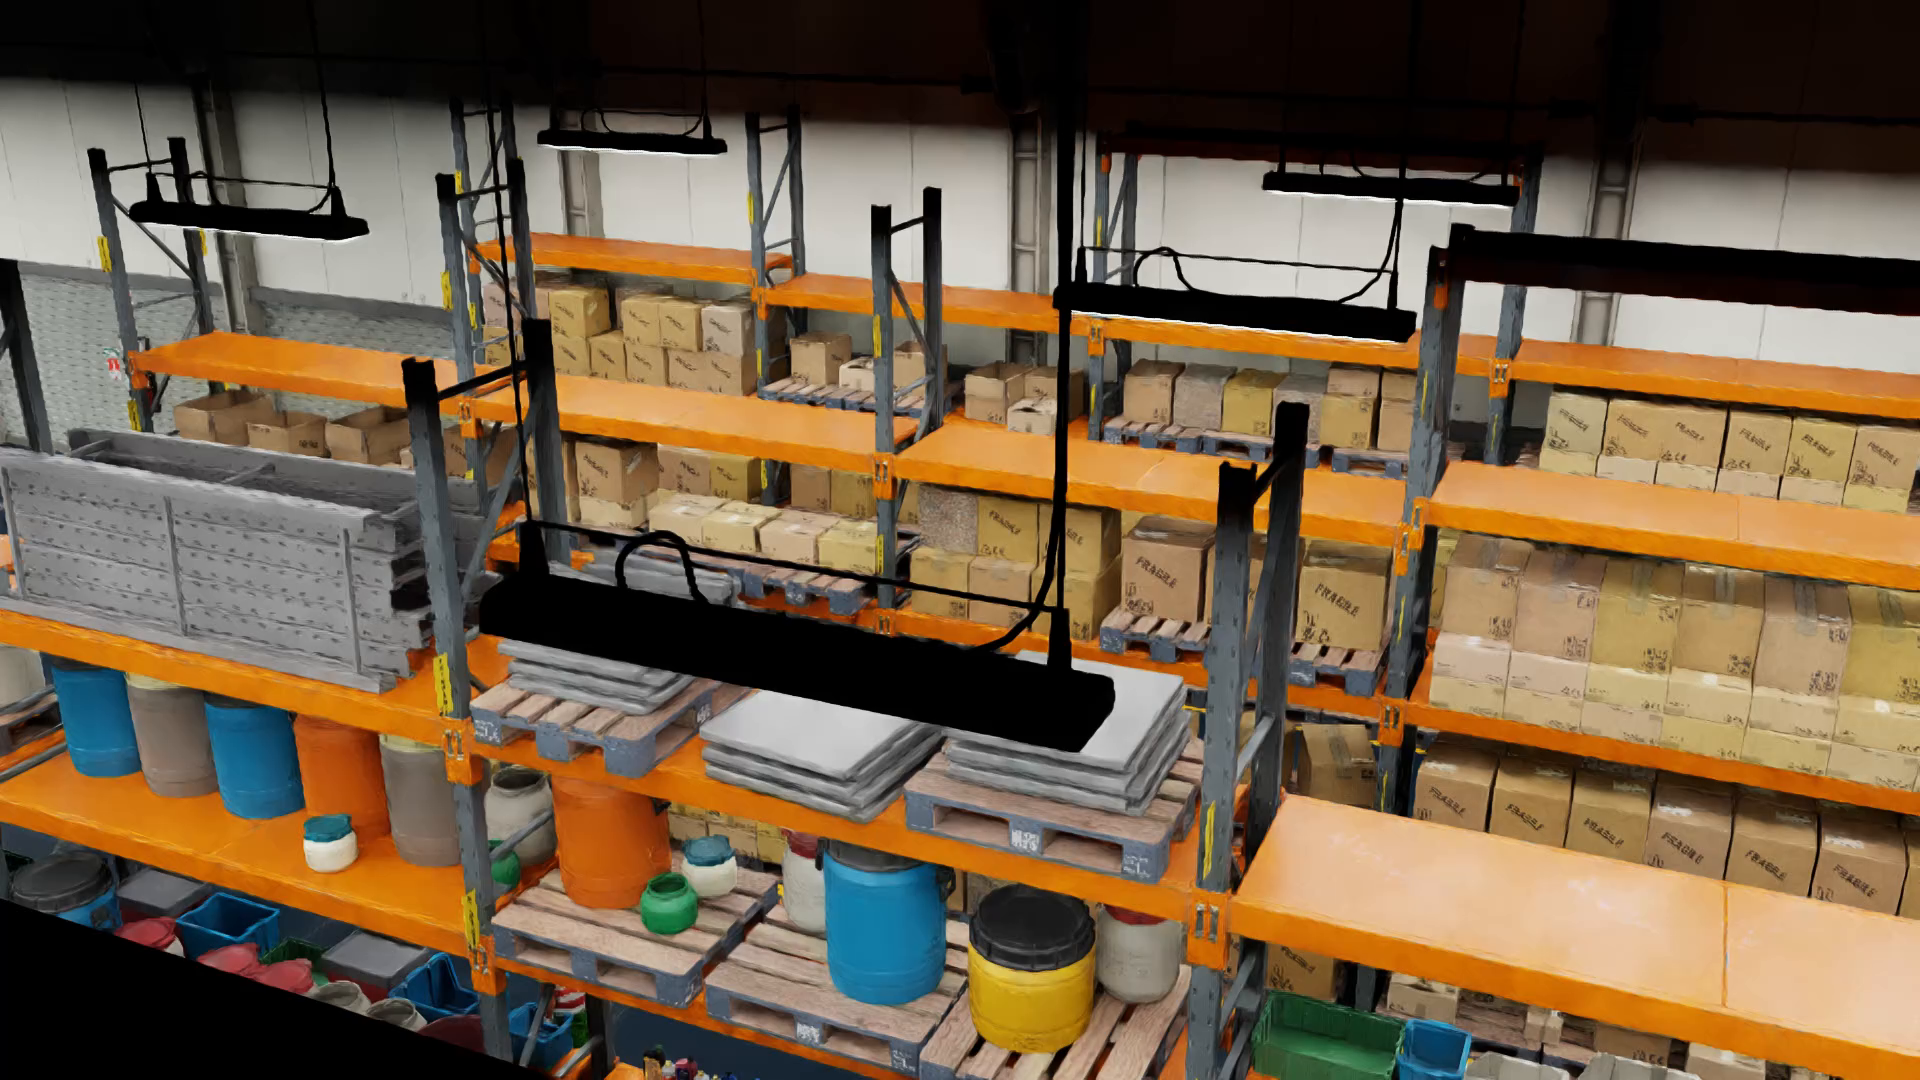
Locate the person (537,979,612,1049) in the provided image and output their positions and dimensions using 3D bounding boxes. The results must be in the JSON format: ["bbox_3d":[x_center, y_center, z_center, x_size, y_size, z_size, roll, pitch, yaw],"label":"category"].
[{"bbox_3d":[-2.783,3.202,11.673,1.109,1.707,0.550,8,22,21],"label":"person"}]
